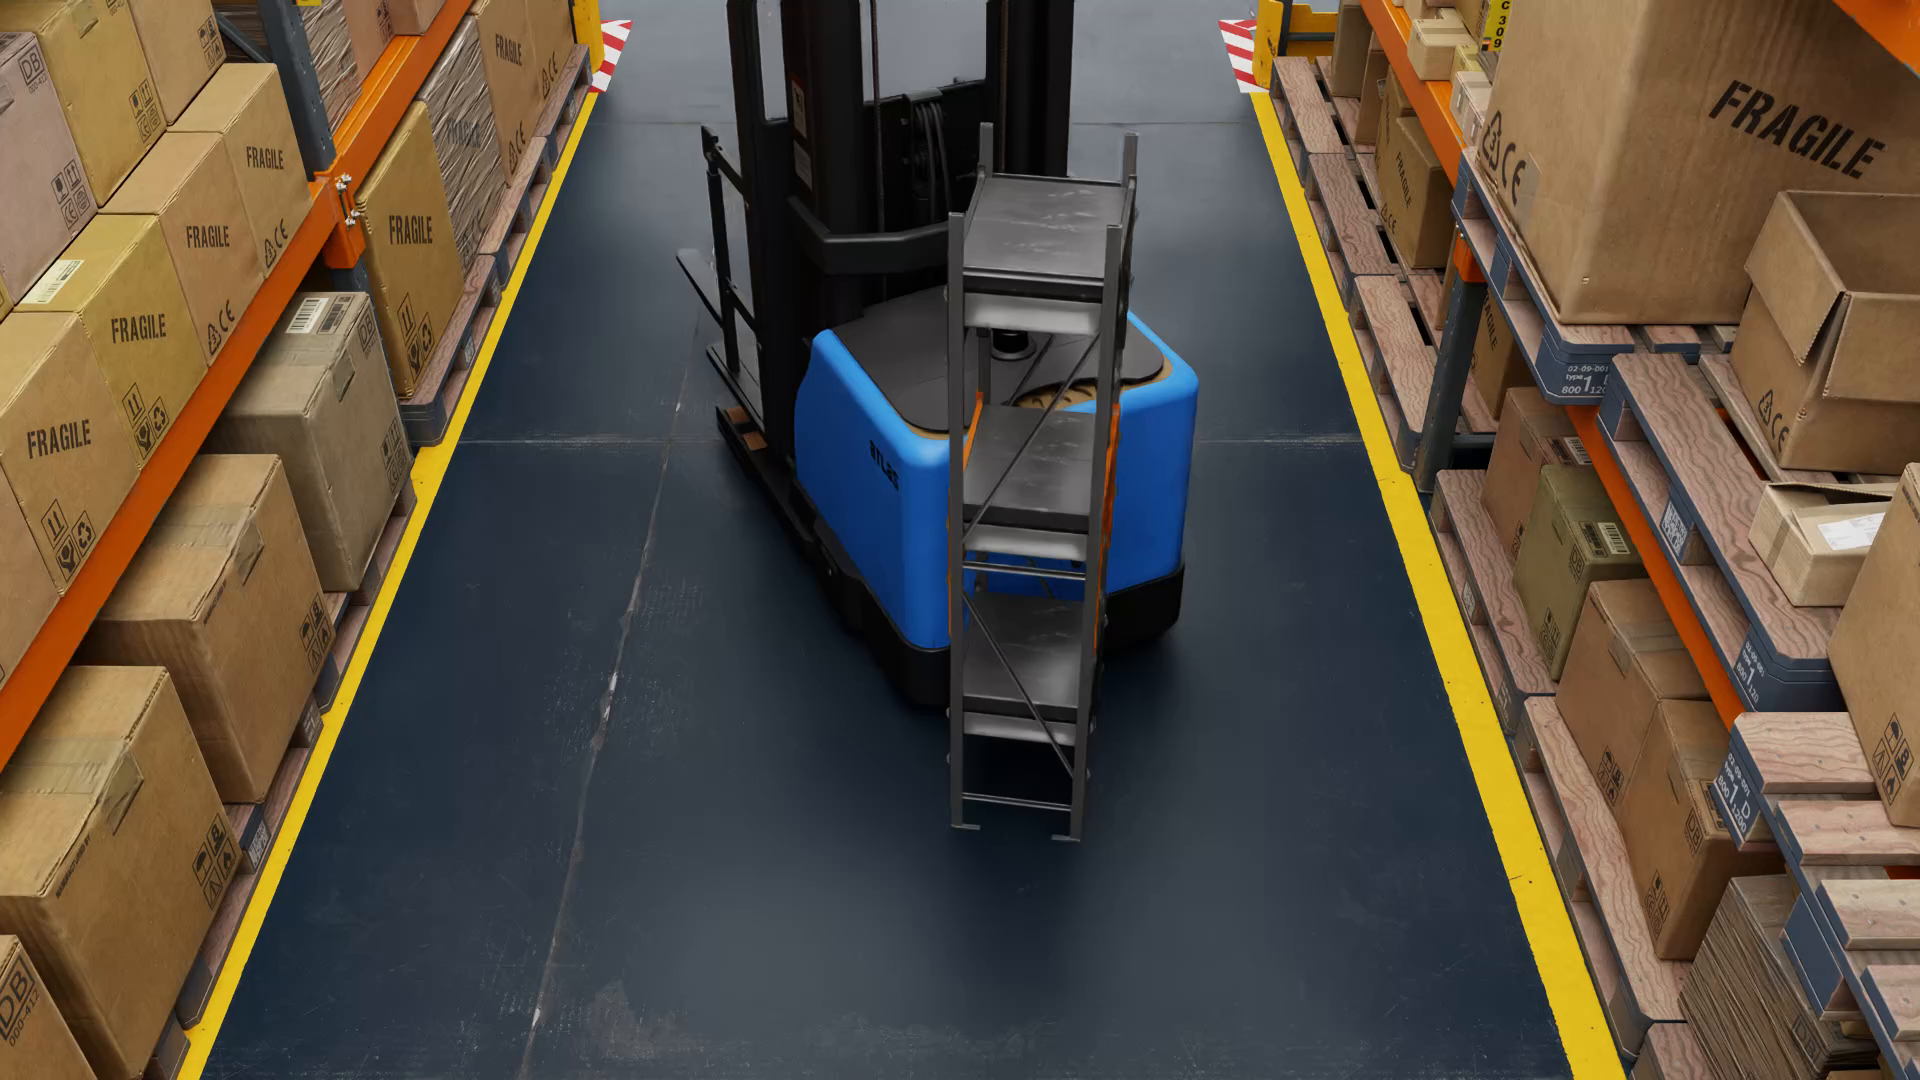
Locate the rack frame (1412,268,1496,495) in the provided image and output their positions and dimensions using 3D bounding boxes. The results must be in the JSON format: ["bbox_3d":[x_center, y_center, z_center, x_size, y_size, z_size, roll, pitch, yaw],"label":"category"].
[{"bbox_3d":[2.284,-1.385,5.579,1.000,3.000,0.127,0,39,0],"label":"rack frame"}]

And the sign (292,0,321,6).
[{"bbox_3d":[-2.133,-1.872,5.324,0.100,0.325,0.005,0,39,0],"label":"sign"}]

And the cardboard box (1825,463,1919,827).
[{"bbox_3d":[2.148,0.227,3.152,0.700,0.500,0.500,5,39,7],"label":"cardboard box"}]

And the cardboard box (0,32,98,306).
[{"bbox_3d":[-2.666,-0.925,4.127,0.700,0.500,0.500,0,39,0],"label":"cardboard box"}]

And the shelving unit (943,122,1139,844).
[{"bbox_3d":[0.210,-0.064,4.651,0.431,2.100,0.503,6,39,7],"label":"shelving unit"}]

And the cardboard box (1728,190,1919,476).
[{"bbox_3d":[2.379,-0.505,4.063,0.797,0.503,0.637,4,39,5],"label":"cardboard box"}]

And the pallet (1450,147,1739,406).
[{"bbox_3d":[2.140,-0.832,5.043,1.003,0.211,1.213,0,39,0],"label":"pallet"}]

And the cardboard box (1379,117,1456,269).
[{"bbox_3d":[2.236,-1.570,7.473,0.500,0.500,0.500,-3,39,-4],"label":"cardboard box"}]

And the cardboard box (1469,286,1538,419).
[{"bbox_3d":[2.324,-0.823,6.542,0.500,0.500,0.500,-1,39,-1],"label":"cardboard box"}]

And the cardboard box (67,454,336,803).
[{"bbox_3d":[-2.588,0.261,4.989,1.050,0.750,0.750,0,39,0],"label":"cardboard box"}]

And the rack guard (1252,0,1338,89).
[{"bbox_3d":[2.280,-2.863,9.423,1.175,0.500,0.348,0,39,0],"label":"rack guard"}]

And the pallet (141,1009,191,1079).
[{"bbox_3d":[-2.597,1.652,4.020,1.003,0.211,1.213,0,39,0],"label":"pallet"}]

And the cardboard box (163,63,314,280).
[{"bbox_3d":[-2.408,-1.157,5.215,0.500,0.500,0.500,0,39,0],"label":"cardboard box"}]

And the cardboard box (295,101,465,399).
[{"bbox_3d":[-2.607,-1.172,6.678,0.875,0.875,0.875,1,39,1],"label":"cardboard box"}]

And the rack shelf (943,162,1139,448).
[{"bbox_3d":[0.210,-0.600,4.222,0.431,0.518,0.480,6,39,7],"label":"rack shelf"}]

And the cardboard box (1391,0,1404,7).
[{"bbox_3d":[2.003,-2.359,6.996,0.380,0.149,0.250,0,39,0],"label":"cardboard box"}]

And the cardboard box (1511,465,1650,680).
[{"bbox_3d":[2.245,0.101,5.372,0.700,0.500,0.500,0,39,0],"label":"cardboard box"}]

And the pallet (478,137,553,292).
[{"bbox_3d":[-2.603,-1.597,8.074,1.003,0.211,1.213,0,39,0],"label":"pallet"}]

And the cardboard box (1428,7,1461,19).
[{"bbox_3d":[2.079,-2.046,6.606,0.380,0.149,0.250,0,39,0],"label":"cardboard box"}]

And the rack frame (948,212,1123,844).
[{"bbox_3d":[0.172,0.086,4.463,0.400,2.100,0.015,6,39,7],"label":"rack frame"}]

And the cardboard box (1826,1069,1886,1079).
[{"bbox_3d":[2.268,1.501,3.625,0.700,0.500,0.500,-2,39,-2],"label":"cardboard box"}]

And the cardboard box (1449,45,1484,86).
[{"bbox_3d":[2.059,-1.734,6.216,0.380,0.149,0.250,0,39,0],"label":"cardboard box"}]

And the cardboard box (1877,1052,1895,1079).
[{"bbox_3d":[2.258,1.209,3.390,0.500,0.250,0.500,1,39,2],"label":"cardboard box"}]

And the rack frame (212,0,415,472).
[{"bbox_3d":[-2.676,-1.444,5.654,1.000,3.000,0.127,0,39,0],"label":"rack frame"}]

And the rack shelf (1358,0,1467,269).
[{"bbox_3d":[2.282,-2.355,7.365,1.077,0.370,4.000,0,39,0],"label":"rack shelf"}]

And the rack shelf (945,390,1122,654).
[{"bbox_3d":[0.210,-0.054,4.660,0.431,0.518,0.480,6,39,7],"label":"rack shelf"}]

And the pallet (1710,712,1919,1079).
[{"bbox_3d":[2.182,0.746,3.074,1.213,0.211,1.003,0,39,0],"label":"pallet"}]

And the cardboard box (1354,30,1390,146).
[{"bbox_3d":[2.299,-2.310,8.397,0.500,0.500,0.500,10,40,12],"label":"cardboard box"}]

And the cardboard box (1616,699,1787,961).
[{"bbox_3d":[2.247,0.800,4.500,0.700,0.500,0.500,3,39,4],"label":"cardboard box"}]

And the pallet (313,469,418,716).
[{"bbox_3d":[-2.600,0.126,5.924,1.003,0.211,1.213,0,39,0],"label":"pallet"}]

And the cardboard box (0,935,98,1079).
[{"bbox_3d":[-2.582,1.390,3.580,1.050,0.750,0.750,-1,39,-1],"label":"cardboard box"}]

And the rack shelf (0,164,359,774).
[{"bbox_3d":[-2.673,0.087,4.318,1.077,0.370,4.000,0,39,0],"label":"rack shelf"}]

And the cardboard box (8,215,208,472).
[{"bbox_3d":[-2.407,-0.525,4.427,0.500,0.500,0.500,0,39,0],"label":"cardboard box"}]

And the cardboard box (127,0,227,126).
[{"bbox_3d":[-2.669,-1.563,4.922,0.700,0.500,0.500,-1,39,-1],"label":"cardboard box"}]

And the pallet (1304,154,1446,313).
[{"bbox_3d":[2.244,-1.481,7.930,1.003,0.211,1.213,0,39,0],"label":"pallet"}]

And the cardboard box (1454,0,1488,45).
[{"bbox_3d":[2.380,-2.134,6.196,0.875,0.500,0.500,0,39,0],"label":"cardboard box"}]

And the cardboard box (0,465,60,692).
[{"bbox_3d":[-2.405,0.104,3.642,0.500,0.500,0.500,0,39,0],"label":"cardboard box"}]

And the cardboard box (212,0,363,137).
[{"bbox_3d":[-2.688,-1.734,5.895,0.875,0.550,0.550,0,39,0],"label":"cardboard box"}]

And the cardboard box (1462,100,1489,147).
[{"bbox_3d":[1.990,-1.421,5.825,0.380,0.149,0.250,0,39,0],"label":"cardboard box"}]

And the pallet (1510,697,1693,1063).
[{"bbox_3d":[2.291,0.955,4.889,1.003,0.211,1.213,0,39,0],"label":"pallet"}]

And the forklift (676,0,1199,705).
[{"bbox_3d":[-0.326,-1.517,5.799,1.130,2.935,3.031,-17,42,-20],"label":"forklift"}]

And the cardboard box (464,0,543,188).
[{"bbox_3d":[-2.610,-2.306,8.092,0.875,0.875,0.875,-1,39,-1],"label":"cardboard box"}]

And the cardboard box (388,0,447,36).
[{"bbox_3d":[-2.594,-2.415,6.745,0.875,0.550,0.550,0,39,0],"label":"cardboard box"}]
